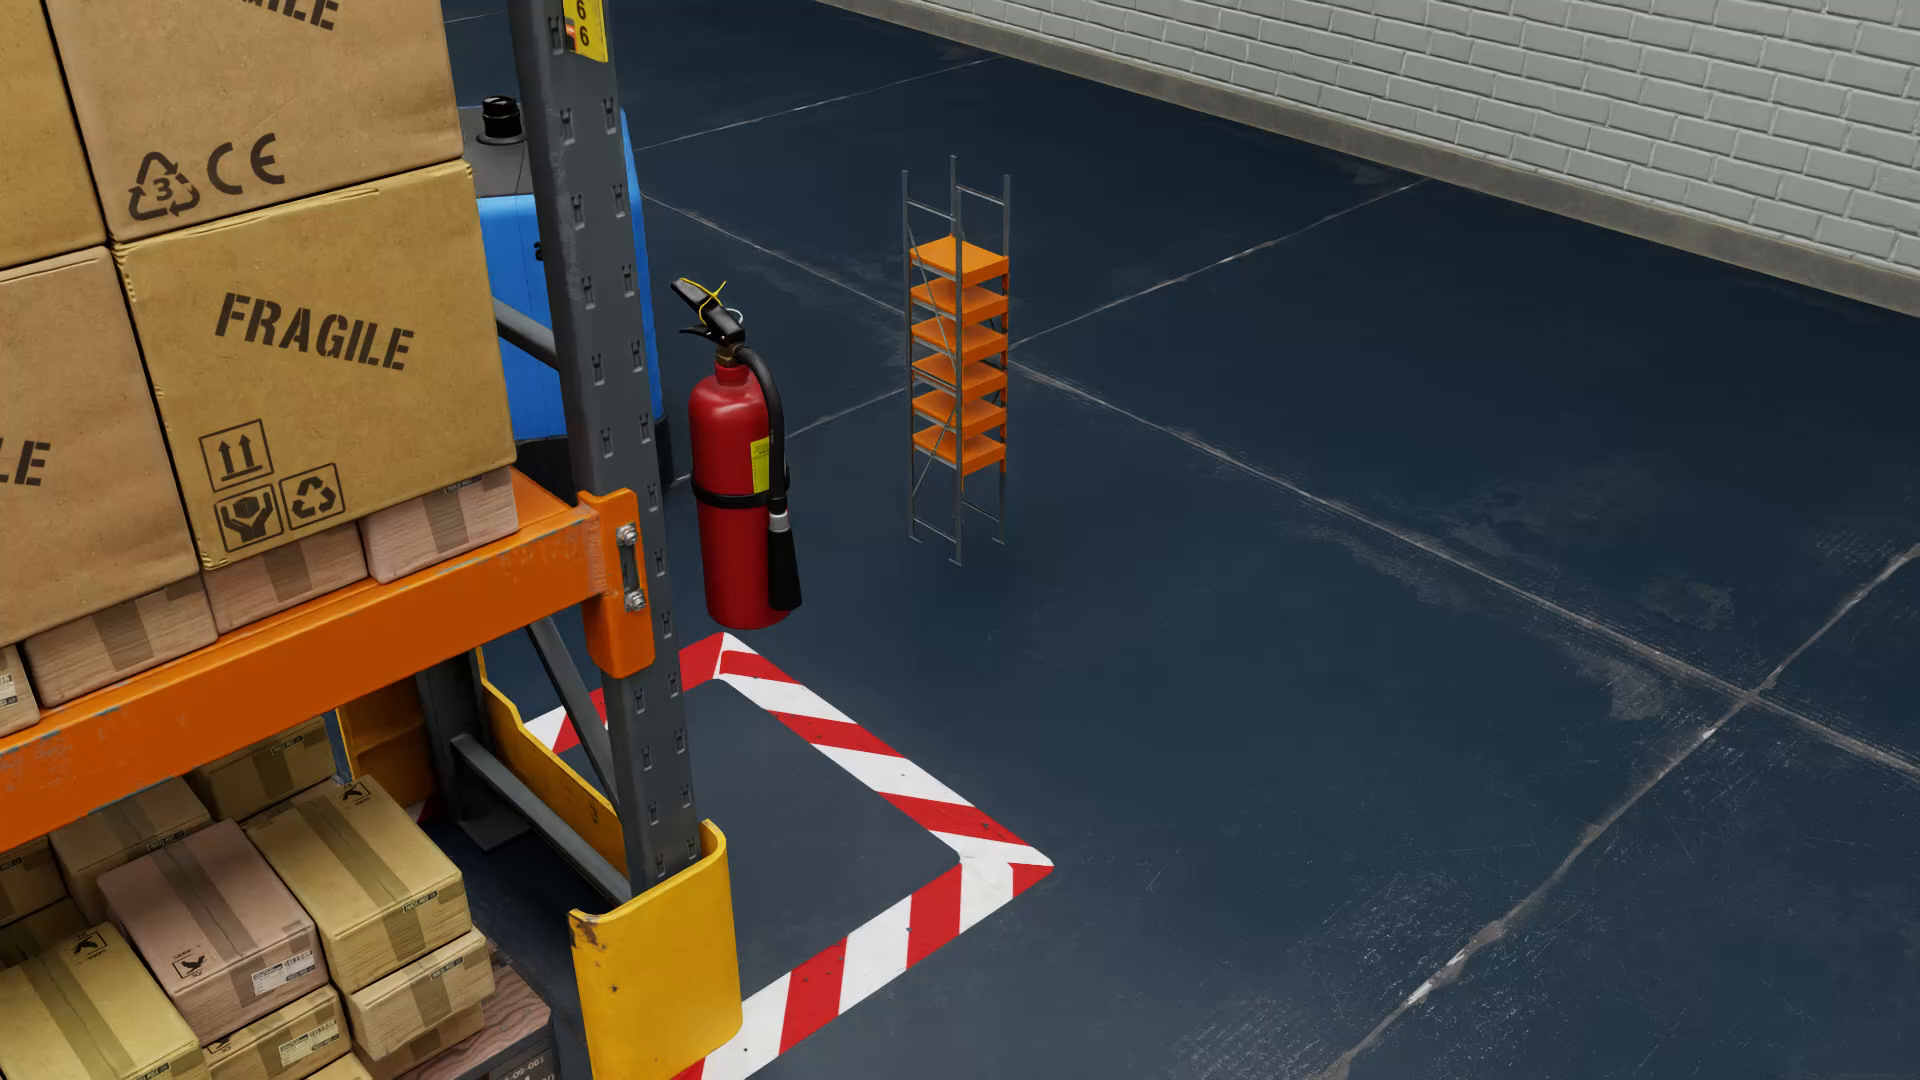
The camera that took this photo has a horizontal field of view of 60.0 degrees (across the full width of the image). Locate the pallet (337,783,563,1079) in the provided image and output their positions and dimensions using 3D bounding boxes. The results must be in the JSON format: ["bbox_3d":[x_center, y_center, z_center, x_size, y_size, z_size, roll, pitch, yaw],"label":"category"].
[{"bbox_3d":[-1.581,1.056,3.321,1.213,0.211,1.003,-26,40,-35],"label":"pallet"}]

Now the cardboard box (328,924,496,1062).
[{"bbox_3d":[-1.099,0.771,3.159,0.250,0.149,0.380,-27,41,-37],"label":"cardboard box"}]

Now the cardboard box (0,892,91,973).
[{"bbox_3d":[-1.823,0.759,3.179,0.250,0.149,0.380,-25,39,-35],"label":"cardboard box"}]

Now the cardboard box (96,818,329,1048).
[{"bbox_3d":[-1.345,0.700,2.990,0.250,0.149,0.380,-25,39,-35],"label":"cardboard box"}]

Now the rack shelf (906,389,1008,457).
[{"bbox_3d":[-0.011,-0.366,5.014,0.180,0.103,0.258,-26,40,-35],"label":"rack shelf"}]

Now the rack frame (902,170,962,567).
[{"bbox_3d":[-0.078,-0.474,4.876,0.006,1.200,0.240,-26,40,-35],"label":"rack frame"}]

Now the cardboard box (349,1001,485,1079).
[{"bbox_3d":[-1.150,0.868,3.285,0.250,0.149,0.380,-25,39,-35],"label":"cardboard box"}]

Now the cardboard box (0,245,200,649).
[{"bbox_3d":[-1.441,-0.166,2.266,0.500,0.500,0.500,-27,40,-36],"label":"cardboard box"}]

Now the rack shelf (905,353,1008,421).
[{"bbox_3d":[-0.011,-0.469,4.952,0.180,0.103,0.258,-26,40,-35],"label":"rack shelf"}]

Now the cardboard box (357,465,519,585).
[{"bbox_3d":[-0.952,-0.104,2.786,0.250,0.149,0.380,-26,40,-35],"label":"cardboard box"}]

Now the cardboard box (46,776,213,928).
[{"bbox_3d":[-1.641,0.548,3.239,0.250,0.149,0.380,-25,39,-35],"label":"cardboard box"}]

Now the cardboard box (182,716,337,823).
[{"bbox_3d":[-1.521,0.404,3.474,0.380,0.149,0.250,27,41,37],"label":"cardboard box"}]

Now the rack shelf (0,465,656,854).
[{"bbox_3d":[-2.372,0.581,2.114,4.000,0.370,1.077,-26,40,-35],"label":"rack shelf"}]

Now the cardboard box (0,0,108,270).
[{"bbox_3d":[-1.444,-0.594,2.007,0.500,0.500,0.500,-27,41,-37],"label":"cardboard box"}]

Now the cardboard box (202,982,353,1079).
[{"bbox_3d":[-1.327,0.843,3.041,0.250,0.149,0.380,-27,40,-36],"label":"cardboard box"}]

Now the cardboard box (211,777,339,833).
[{"bbox_3d":[-1.464,0.562,3.500,0.250,0.149,0.380,-24,39,-34],"label":"cardboard box"}]

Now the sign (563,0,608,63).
[{"bbox_3d":[-0.543,-0.845,2.343,0.005,0.325,0.100,-26,40,-35],"label":"sign"}]

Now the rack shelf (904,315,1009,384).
[{"bbox_3d":[-0.011,-0.571,4.889,0.180,0.103,0.258,-26,40,-35],"label":"rack shelf"}]

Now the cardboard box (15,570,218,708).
[{"bbox_3d":[-1.334,0.064,2.511,0.250,0.149,0.380,-26,40,-36],"label":"cardboard box"}]

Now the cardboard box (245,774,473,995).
[{"bbox_3d":[-1.121,0.633,3.100,0.250,0.149,0.380,-25,40,-35],"label":"cardboard box"}]

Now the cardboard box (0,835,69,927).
[{"bbox_3d":[-1.913,0.588,3.173,0.250,0.149,0.380,-26,40,-36],"label":"cardboard box"}]

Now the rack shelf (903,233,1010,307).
[{"bbox_3d":[-0.011,-0.776,4.764,0.180,0.103,0.258,-26,40,-35],"label":"rack shelf"}]

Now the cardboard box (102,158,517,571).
[{"bbox_3d":[-1.060,-0.347,2.561,0.500,0.500,0.500,-25,39,-35],"label":"cardboard box"}]

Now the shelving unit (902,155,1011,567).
[{"bbox_3d":[-0.011,-0.507,4.929,0.189,1.200,0.258,-26,40,-35],"label":"shelving unit"}]

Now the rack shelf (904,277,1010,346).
[{"bbox_3d":[-0.011,-0.674,4.827,0.180,0.103,0.258,-26,40,-35],"label":"rack shelf"}]

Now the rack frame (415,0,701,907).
[{"bbox_3d":[-0.906,-0.435,3.087,0.127,3.000,1.000,-26,40,-35],"label":"rack frame"}]

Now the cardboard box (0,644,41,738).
[{"bbox_3d":[-1.505,0.164,2.348,0.250,0.149,0.380,-25,39,-34],"label":"cardboard box"}]

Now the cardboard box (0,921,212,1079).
[{"bbox_3d":[-1.448,0.840,2.760,0.250,0.149,0.380,-27,40,-36],"label":"cardboard box"}]

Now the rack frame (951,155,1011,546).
[{"bbox_3d":[0.056,-0.539,4.982,0.006,1.200,0.240,-26,40,-35],"label":"rack frame"}]

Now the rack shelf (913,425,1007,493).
[{"bbox_3d":[-0.011,-0.264,5.077,0.180,0.103,0.258,-26,40,-35],"label":"rack shelf"}]

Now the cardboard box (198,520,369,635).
[{"bbox_3d":[-1.160,-0.031,2.665,0.250,0.149,0.380,-26,40,-36],"label":"cardboard box"}]

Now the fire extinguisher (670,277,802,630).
[{"bbox_3d":[-0.407,-0.156,3.062,0.183,0.674,0.296,-26,40,-35],"label":"fire extinguisher"}]

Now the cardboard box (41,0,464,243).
[{"bbox_3d":[-1.072,-0.774,2.301,0.500,0.500,0.500,-27,40,-36],"label":"cardboard box"}]

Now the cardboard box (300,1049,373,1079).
[{"bbox_3d":[-1.269,0.998,3.072,0.250,0.149,0.380,-24,39,-34],"label":"cardboard box"}]

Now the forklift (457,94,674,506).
[{"bbox_3d":[-2.508,-1.433,4.783,3.031,2.935,1.130,-7,32,-11],"label":"forklift"}]

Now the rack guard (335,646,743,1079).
[{"bbox_3d":[-0.961,0.658,3.695,0.348,0.500,1.175,-26,40,-35],"label":"rack guard"}]
